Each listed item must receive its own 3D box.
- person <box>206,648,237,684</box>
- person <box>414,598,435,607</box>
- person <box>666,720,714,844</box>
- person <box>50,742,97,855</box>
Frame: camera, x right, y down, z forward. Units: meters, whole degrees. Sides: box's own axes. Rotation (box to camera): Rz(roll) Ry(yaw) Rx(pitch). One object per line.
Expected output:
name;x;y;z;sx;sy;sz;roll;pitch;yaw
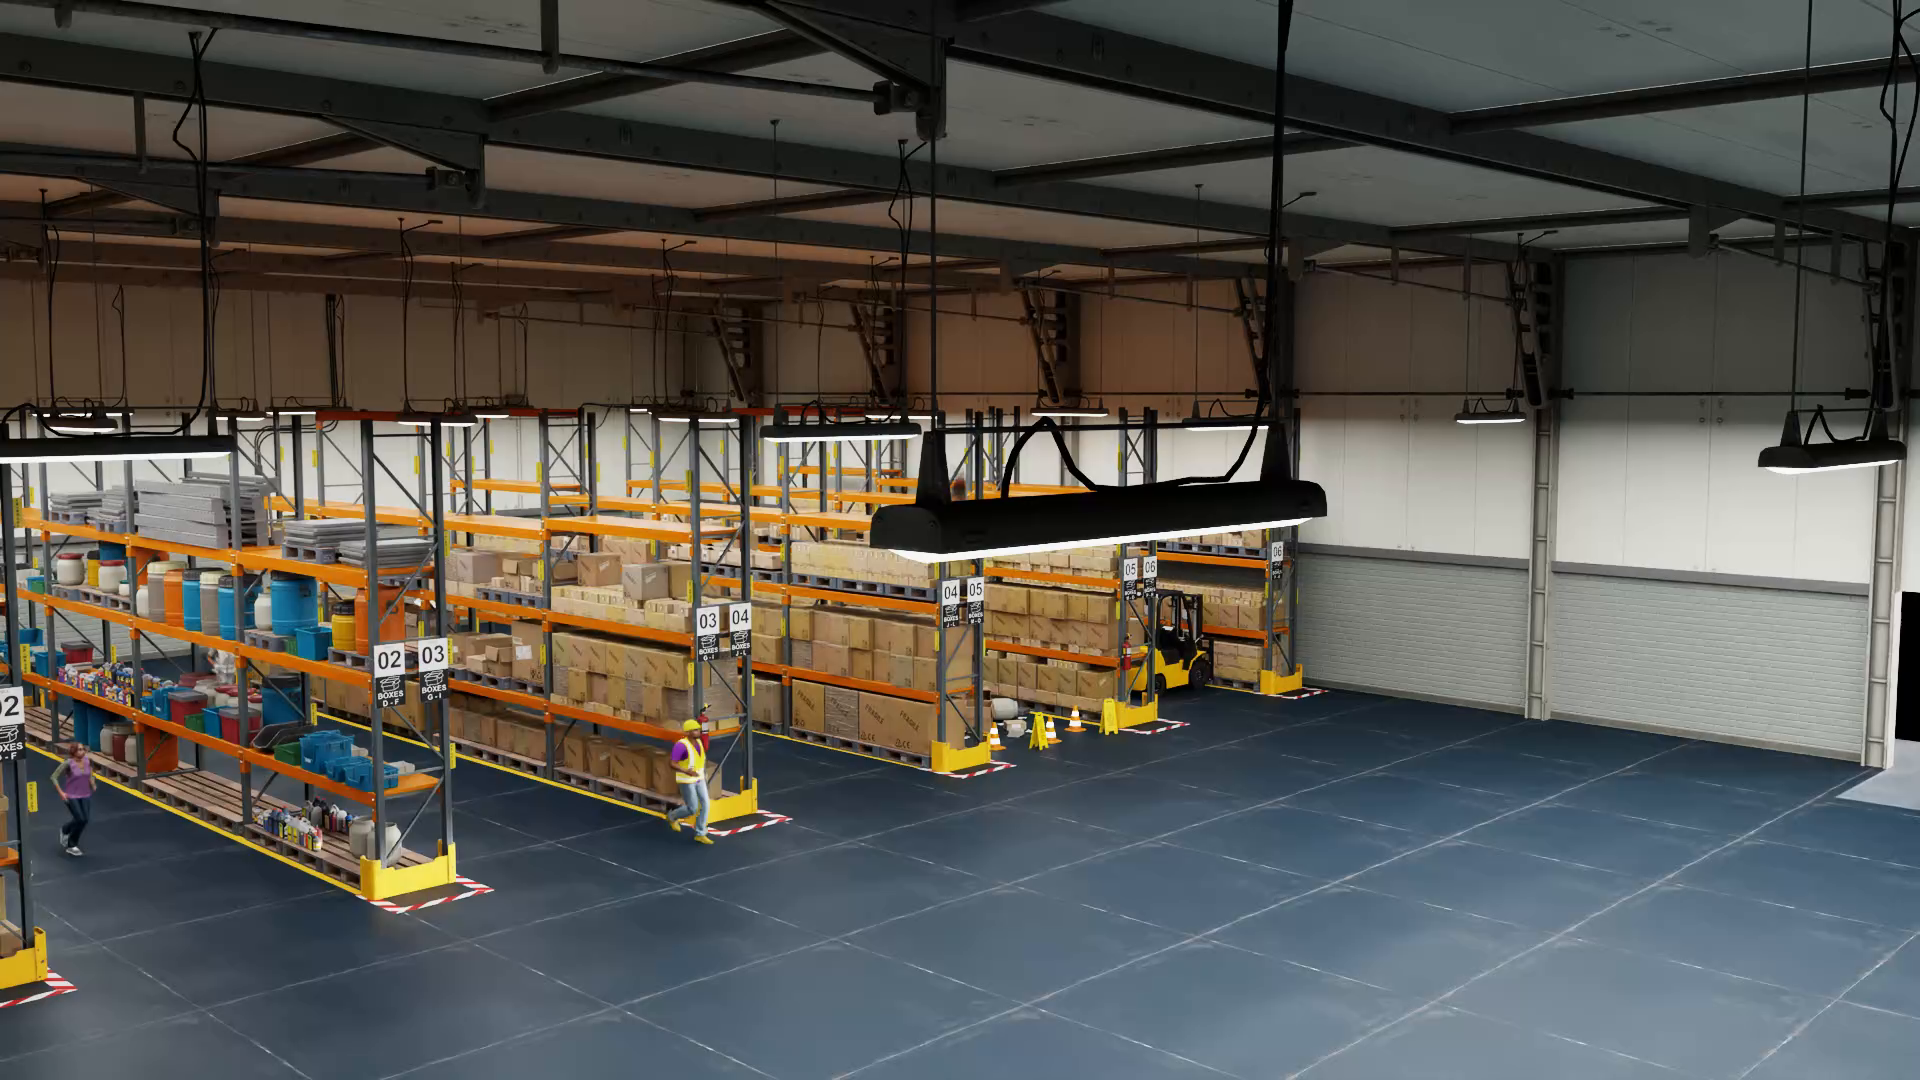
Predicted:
person;-14.456;2.594;32.620;0.670;1.734;0.862;-5;7;-43
person;-12.680;2.003;39.296;0.687;1.816;0.734;1;5;11
person;-3.825;3.402;23.465;0.777;1.762;0.738;3;6;30
person;-12.104;3.542;22.811;0.520;1.557;0.547;2;6;25
